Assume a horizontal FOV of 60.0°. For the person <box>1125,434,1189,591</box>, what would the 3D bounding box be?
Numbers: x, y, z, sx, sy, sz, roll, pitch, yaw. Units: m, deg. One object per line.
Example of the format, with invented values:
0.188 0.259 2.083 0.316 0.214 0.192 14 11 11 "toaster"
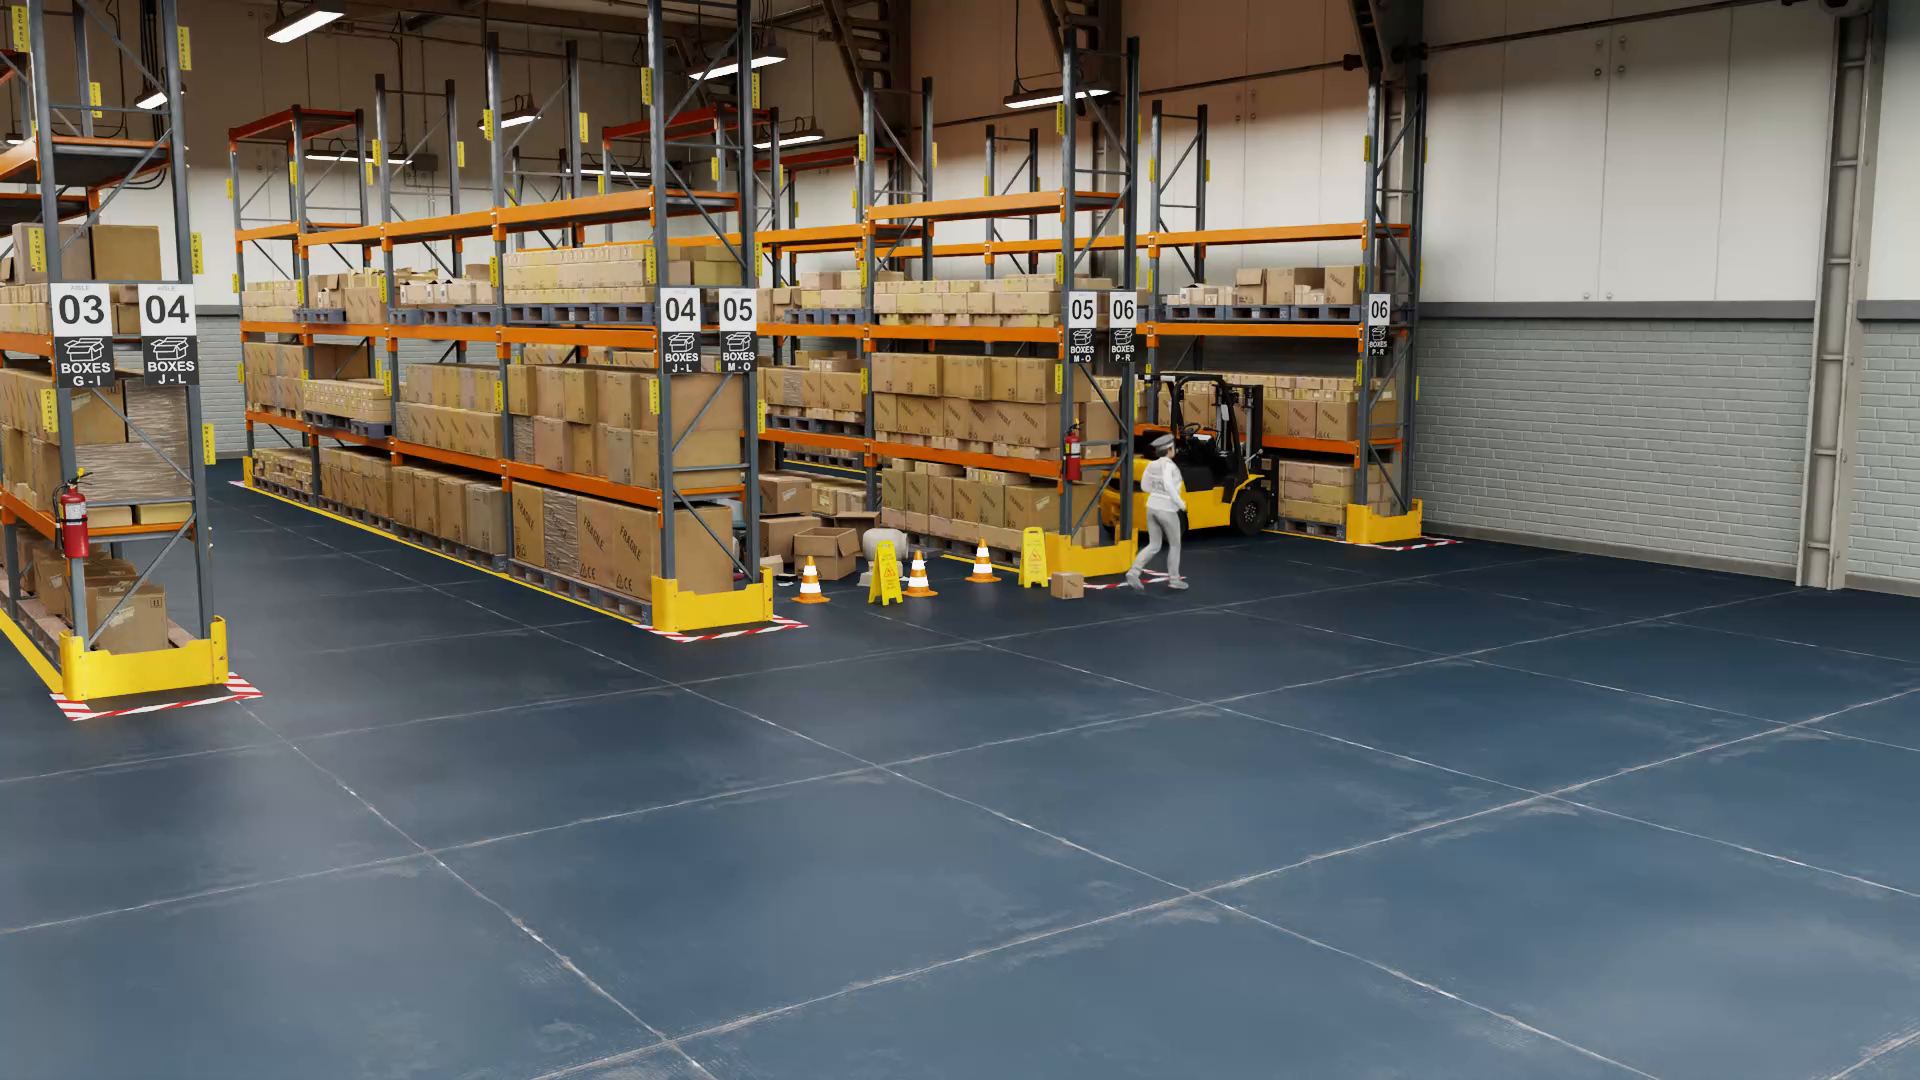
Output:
2.139 -0.285 17.661 0.843 1.684 0.641 -5 9 -33 "person"
